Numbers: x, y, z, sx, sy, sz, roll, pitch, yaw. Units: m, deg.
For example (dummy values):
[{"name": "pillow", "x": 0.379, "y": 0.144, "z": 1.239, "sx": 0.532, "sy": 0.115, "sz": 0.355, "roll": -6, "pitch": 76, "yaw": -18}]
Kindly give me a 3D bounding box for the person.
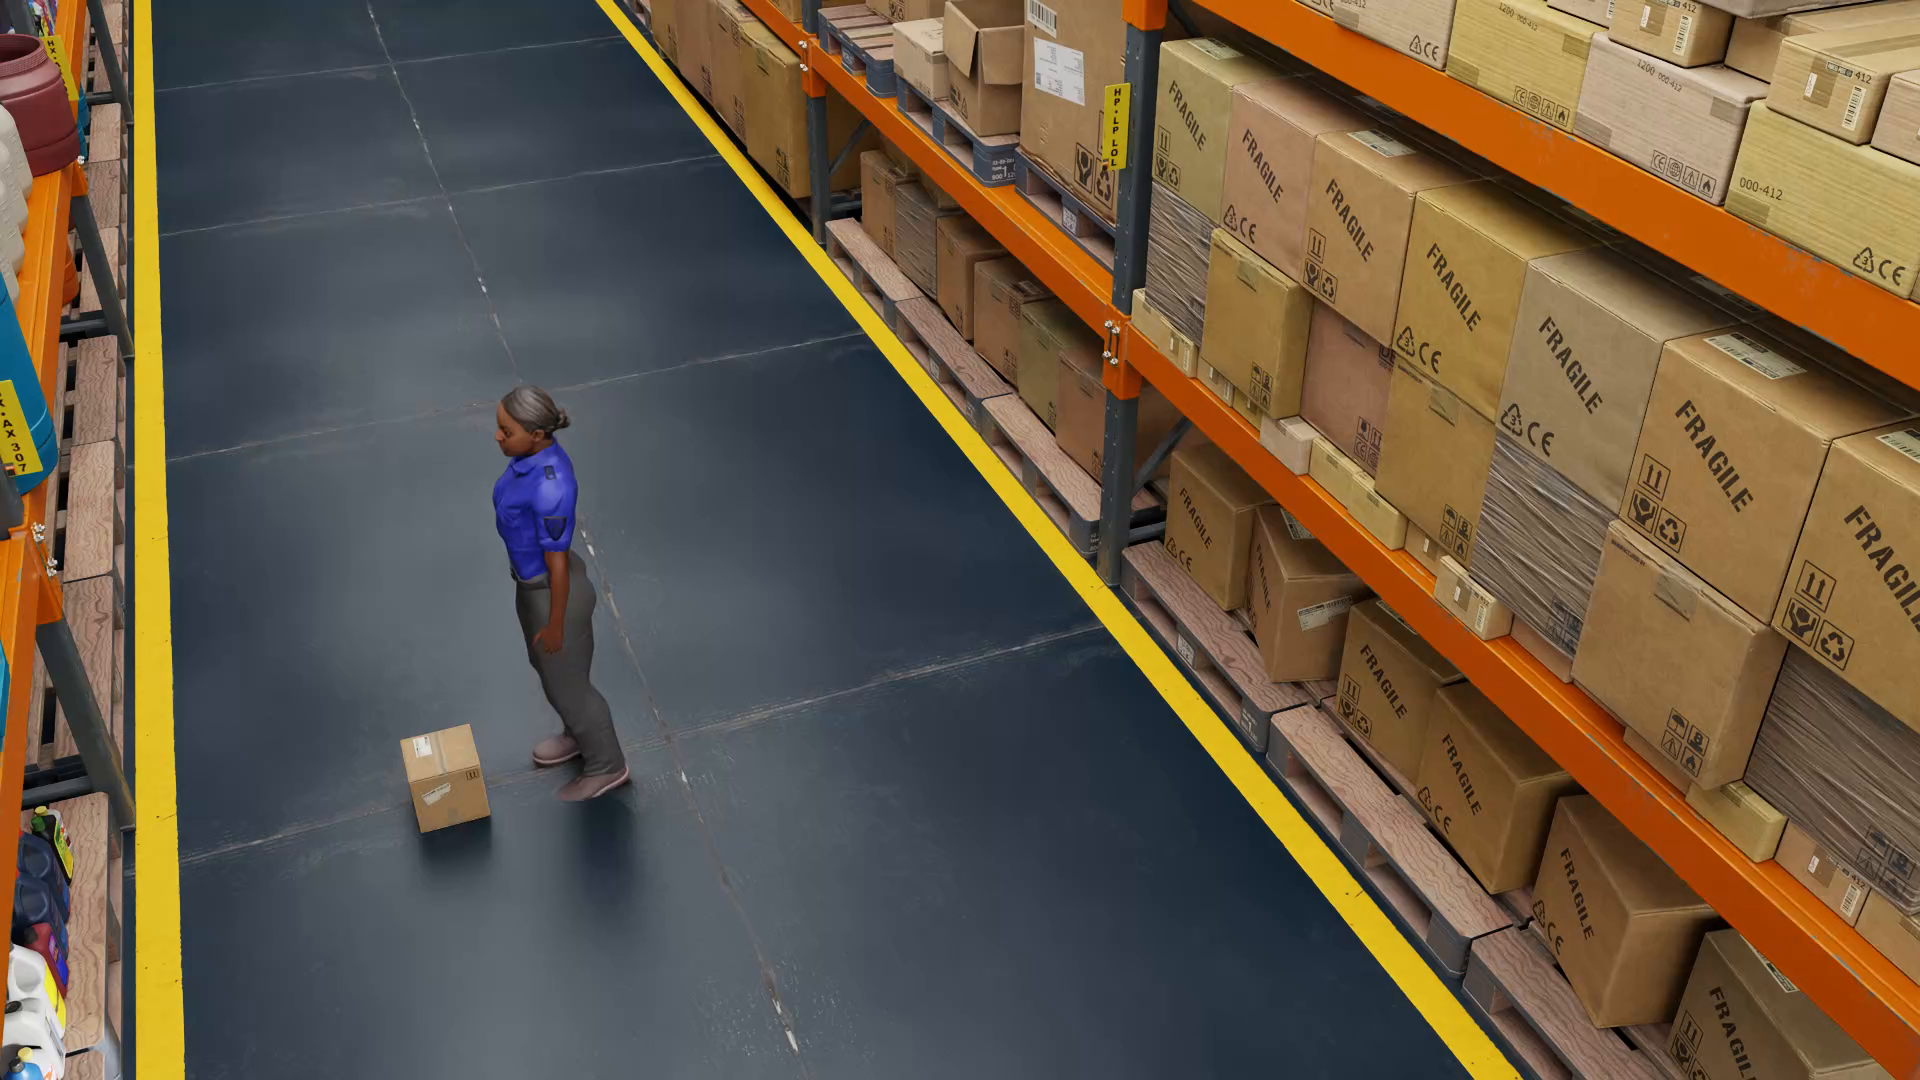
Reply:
[{"name": "person", "x": -1.434, "y": 0.207, "z": 5.865, "sx": 0.328, "sy": 1.684, "sz": 0.437, "roll": -12, "pitch": 36, "yaw": -18}]
